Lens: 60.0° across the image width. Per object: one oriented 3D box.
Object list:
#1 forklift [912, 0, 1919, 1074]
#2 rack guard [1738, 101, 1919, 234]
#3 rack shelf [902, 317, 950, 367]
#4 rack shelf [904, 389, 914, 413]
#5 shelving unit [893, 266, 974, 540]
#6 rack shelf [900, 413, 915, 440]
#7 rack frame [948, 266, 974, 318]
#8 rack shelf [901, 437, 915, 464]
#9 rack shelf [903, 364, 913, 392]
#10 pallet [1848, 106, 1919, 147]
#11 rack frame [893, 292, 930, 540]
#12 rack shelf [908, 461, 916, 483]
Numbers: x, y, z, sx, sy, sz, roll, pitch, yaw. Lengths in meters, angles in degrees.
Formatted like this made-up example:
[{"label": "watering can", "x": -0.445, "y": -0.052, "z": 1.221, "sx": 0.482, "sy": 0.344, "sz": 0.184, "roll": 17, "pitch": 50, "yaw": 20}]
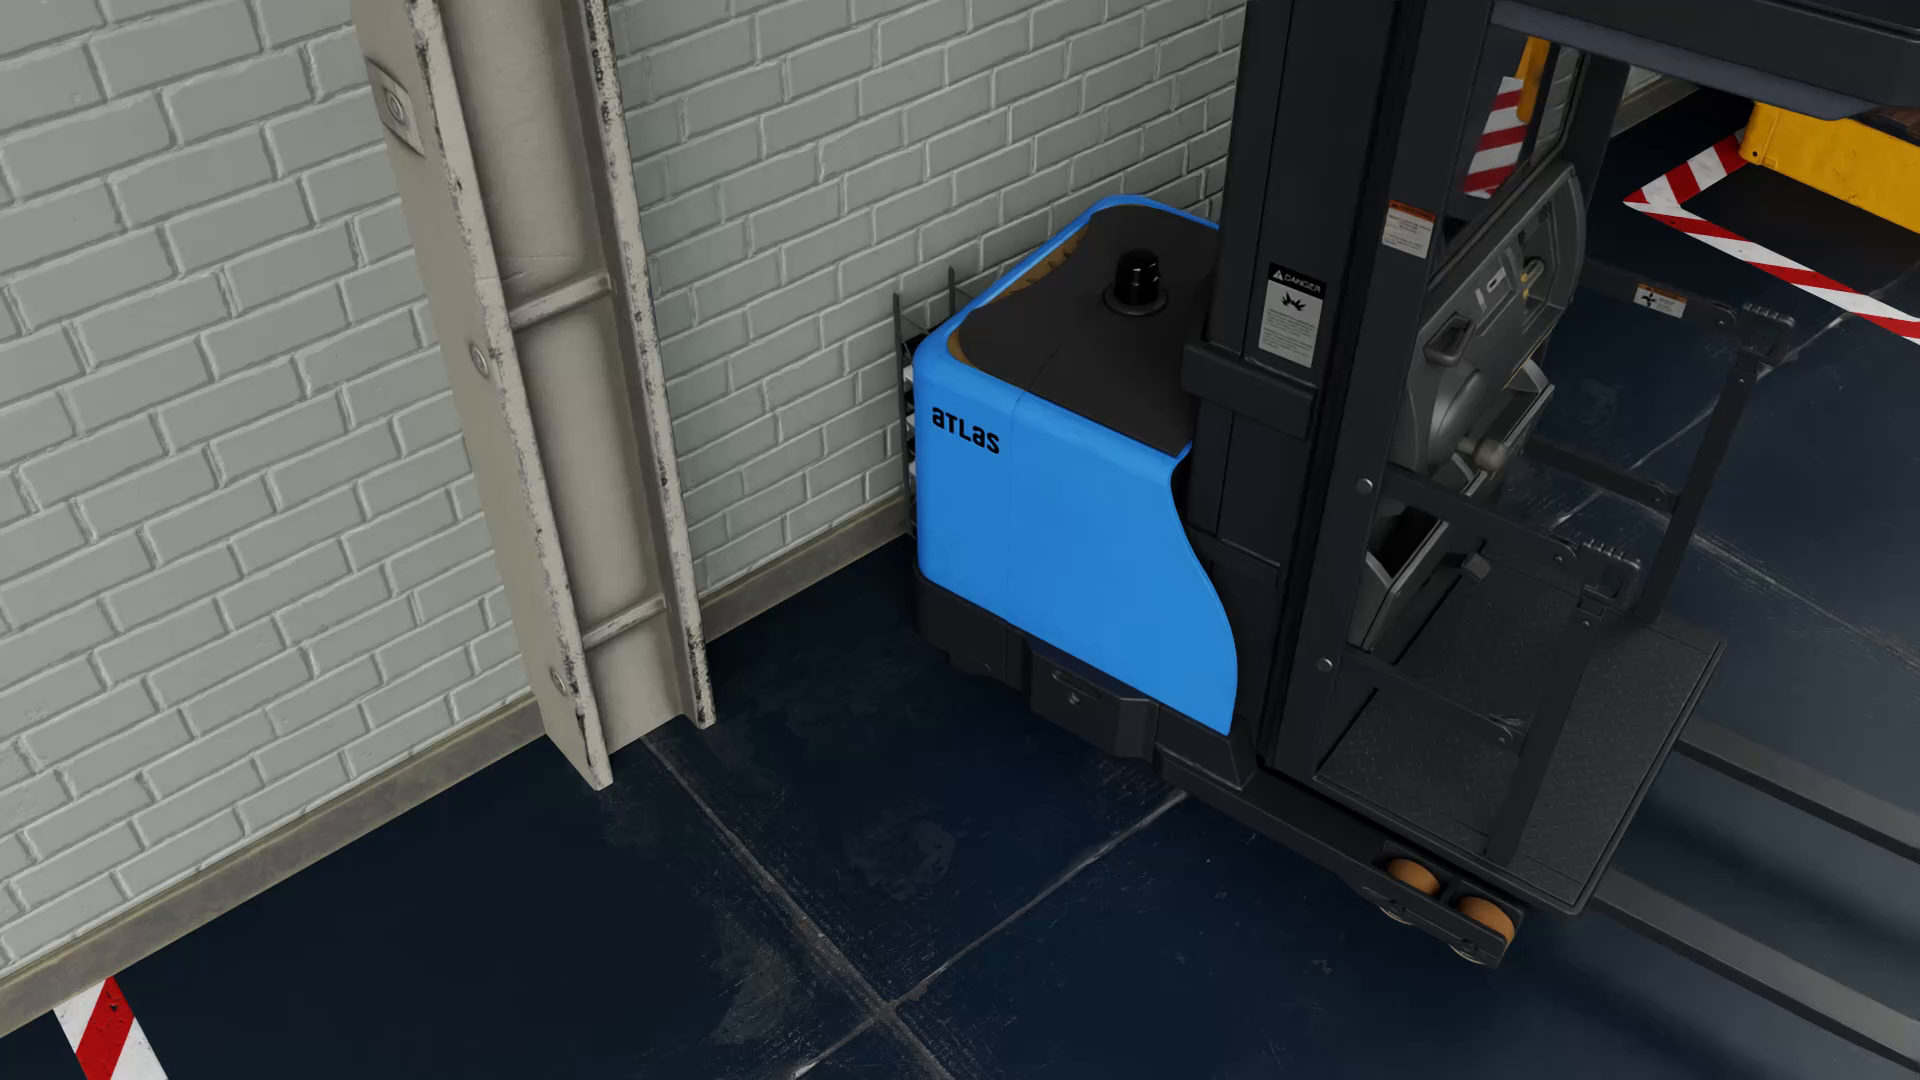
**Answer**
[{"label": "forklift", "x": 1.352, "y": -0.436, "z": 3.573, "sx": 3.031, "sy": 2.935, "sz": 1.130, "roll": 27, "pitch": 49, "yaw": 26}, {"label": "rack guard", "x": 3.744, "y": -1.573, "z": 6.559, "sx": 0.348, "sy": 0.500, "sz": 1.175, "roll": -30, "pitch": 51, "yaw": -28}, {"label": "rack shelf", "x": -0.027, "y": -0.521, "z": 4.791, "sx": 0.200, "sy": 0.077, "sz": 0.258, "roll": -30, "pitch": 49, "yaw": -28}, {"label": "rack shelf", "x": -0.023, "y": -0.387, "z": 4.911, "sx": 0.200, "sy": 0.077, "sz": 0.258, "roll": -30, "pitch": 49, "yaw": -28}, {"label": "shelving unit", "x": -0.021, "y": -0.345, "z": 4.949, "sx": 0.210, "sy": 0.900, "sz": 0.258, "roll": -30, "pitch": 49, "yaw": -28}, {"label": "rack shelf", "x": -0.021, "y": -0.320, "z": 4.971, "sx": 0.200, "sy": 0.077, "sz": 0.258, "roll": -30, "pitch": 49, "yaw": -28}, {"label": "rack frame", "x": 0.056, "y": -0.390, "z": 4.997, "sx": 0.006, "sy": 0.900, "sz": 0.240, "roll": -30, "pitch": 49, "yaw": -28}, {"label": "rack shelf", "x": -0.019, "y": -0.253, "z": 5.031, "sx": 0.200, "sy": 0.077, "sz": 0.258, "roll": -30, "pitch": 49, "yaw": -28}, {"label": "rack shelf", "x": -0.025, "y": -0.454, "z": 4.851, "sx": 0.200, "sy": 0.077, "sz": 0.258, "roll": -30, "pitch": 49, "yaw": -28}, {"label": "pallet", "x": 4.389, "y": -1.806, "z": 7.018, "sx": 1.213, "sy": 0.211, "sz": 1.003, "roll": -30, "pitch": 51, "yaw": -28}, {"label": "rack frame", "x": -0.099, "y": -0.300, "z": 4.901, "sx": 0.006, "sy": 0.900, "sz": 0.240, "roll": -30, "pitch": 49, "yaw": -28}, {"label": "rack shelf", "x": -0.016, "y": -0.186, "z": 5.091, "sx": 0.200, "sy": 0.077, "sz": 0.258, "roll": -30, "pitch": 49, "yaw": -28}]
